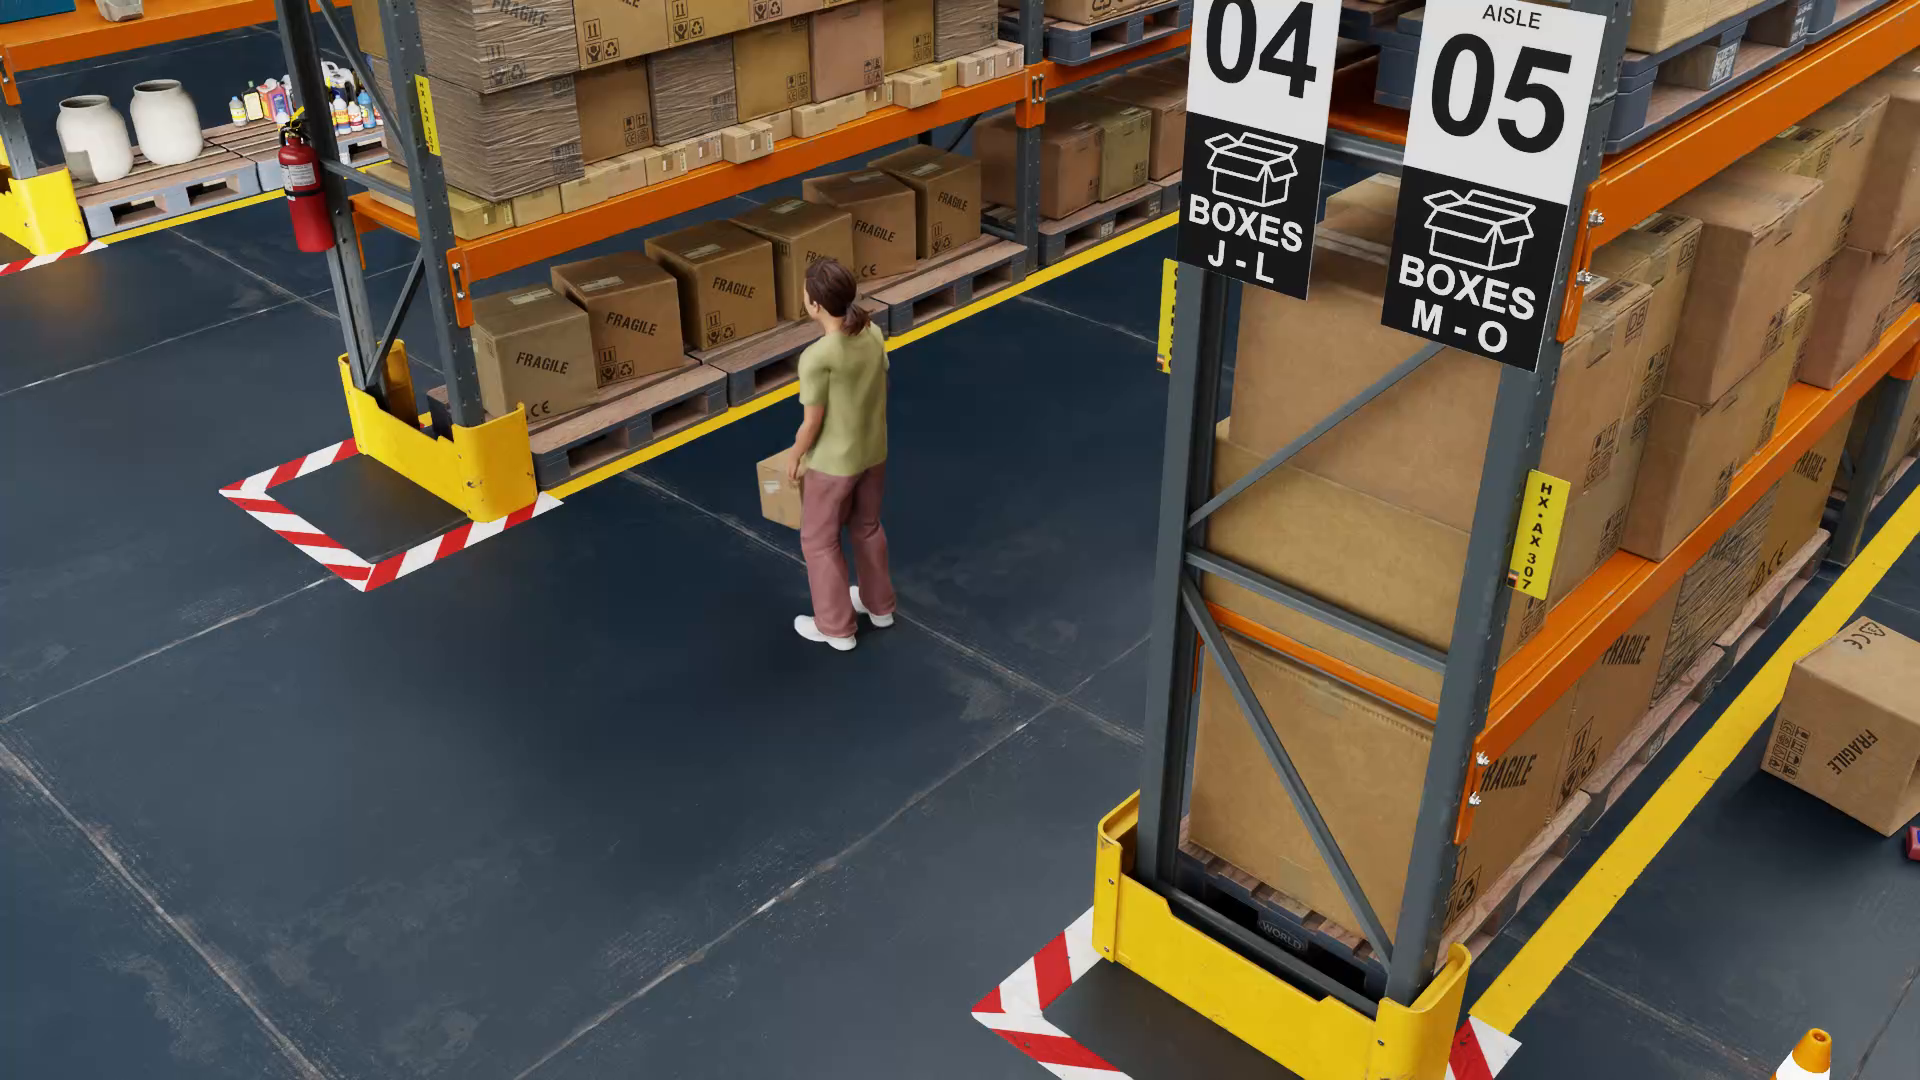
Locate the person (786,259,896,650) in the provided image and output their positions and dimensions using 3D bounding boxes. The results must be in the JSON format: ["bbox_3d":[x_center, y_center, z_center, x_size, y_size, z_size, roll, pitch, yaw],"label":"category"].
[{"bbox_3d":[-0.482,-0.330,6.672,0.365,1.676,0.479,24,39,34],"label":"person"}]
